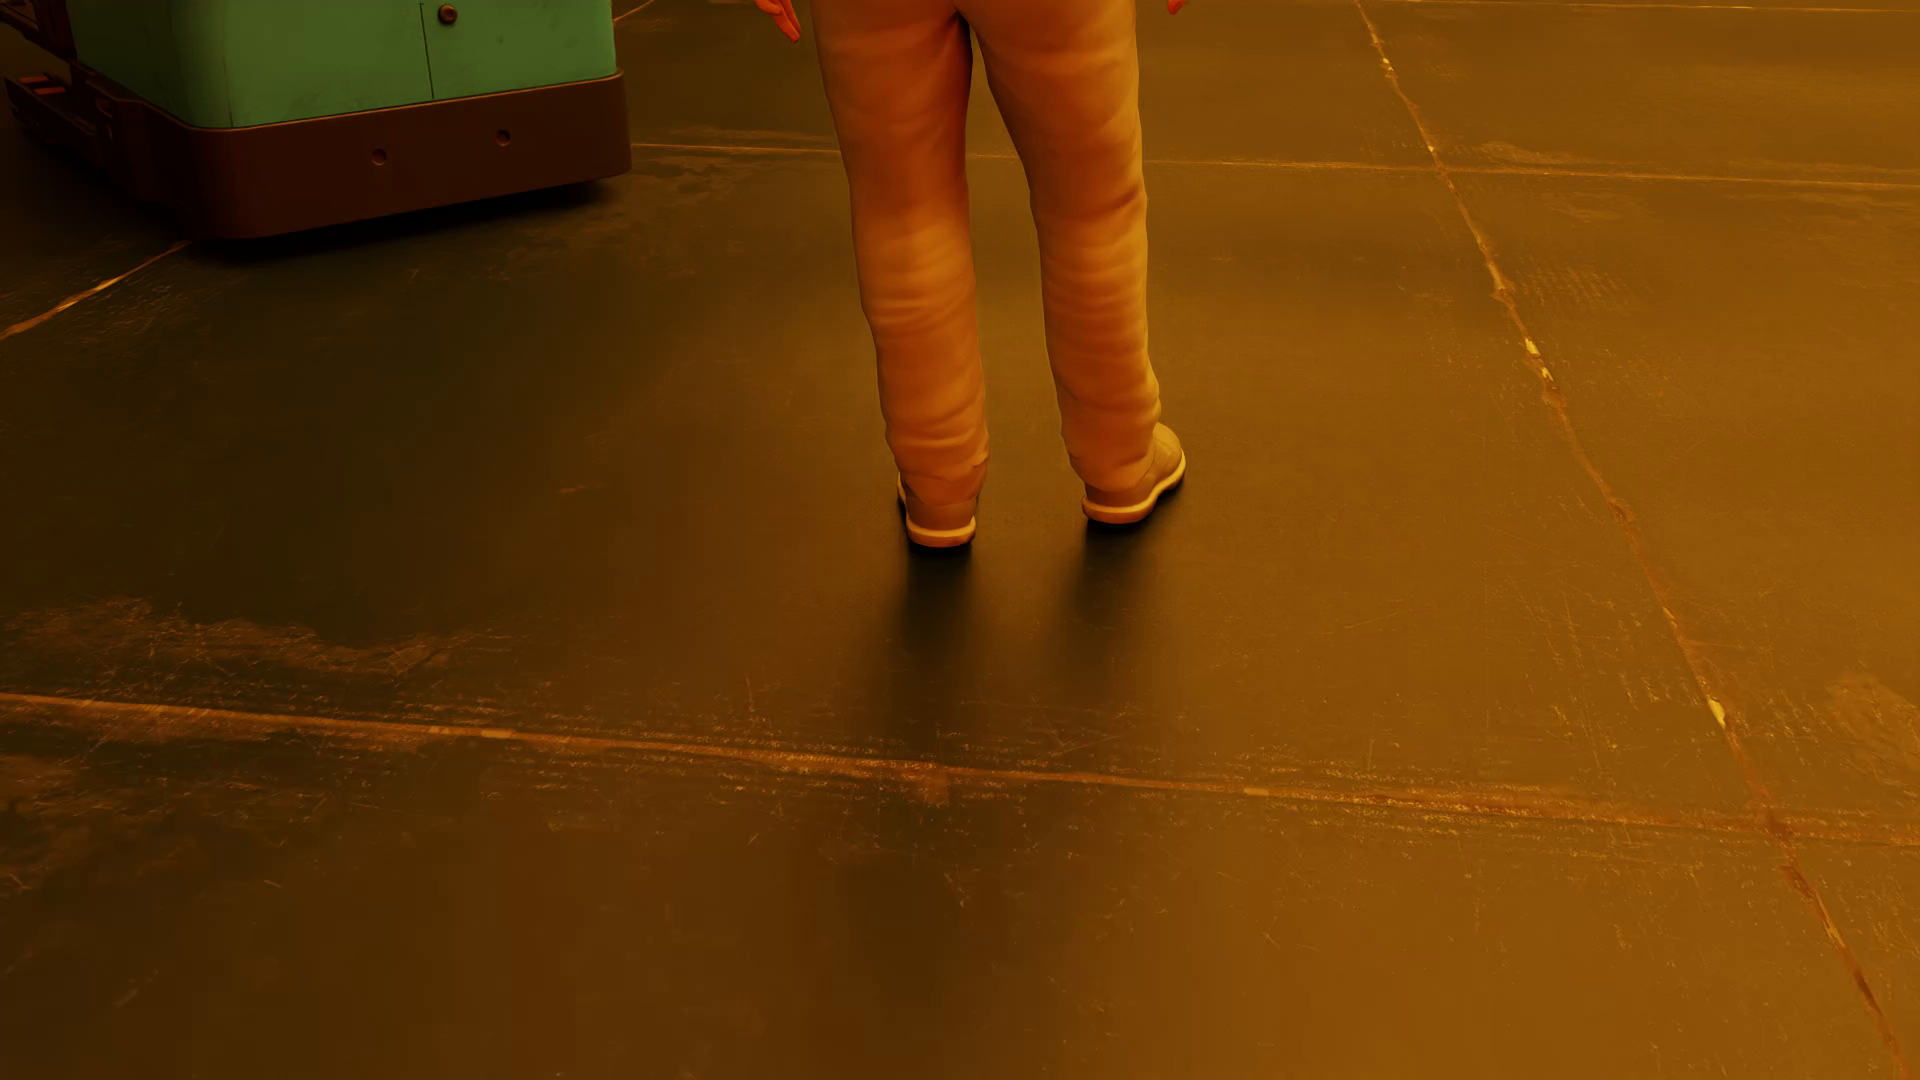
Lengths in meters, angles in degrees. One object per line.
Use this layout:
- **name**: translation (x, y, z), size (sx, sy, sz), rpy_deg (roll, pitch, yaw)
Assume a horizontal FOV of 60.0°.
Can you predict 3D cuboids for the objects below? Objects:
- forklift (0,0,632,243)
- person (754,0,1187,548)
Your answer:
- **forklift**: translation (-2.147, -2.564, 4.357), size (1.130, 2.935, 3.031), rpy_deg (-20, 33, -34)
- **person**: translation (0.022, -0.838, 2.167), size (0.640, 1.780, 0.574), rpy_deg (3, 27, 7)
